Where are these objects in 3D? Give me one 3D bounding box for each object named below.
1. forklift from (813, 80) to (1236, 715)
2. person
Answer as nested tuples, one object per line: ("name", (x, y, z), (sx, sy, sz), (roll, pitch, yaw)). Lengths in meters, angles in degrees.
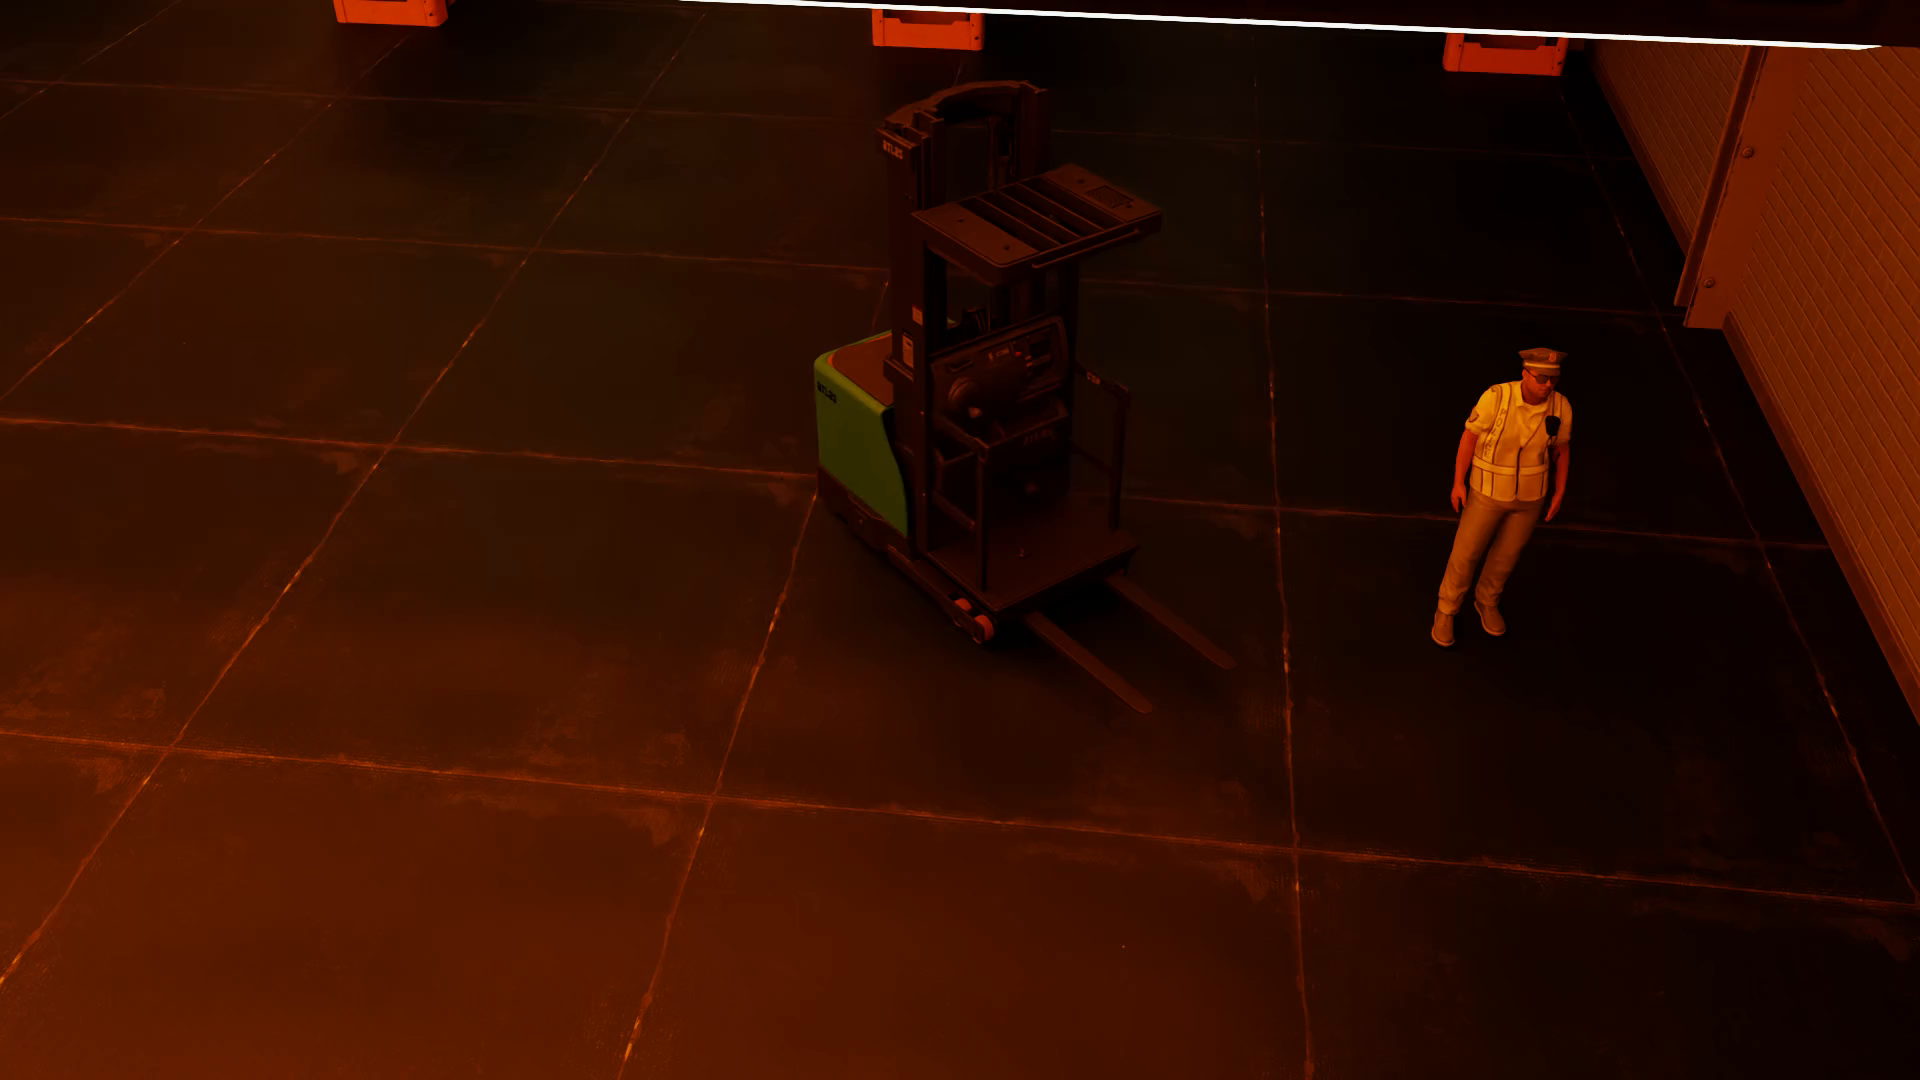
("forklift", (0.361, -0.909, 9.263), (1.130, 2.935, 3.031), (-24, 43, -29))
("person", (3.083, -0.247, 9.320), (0.636, 1.781, 0.576), (2, 36, 3))
